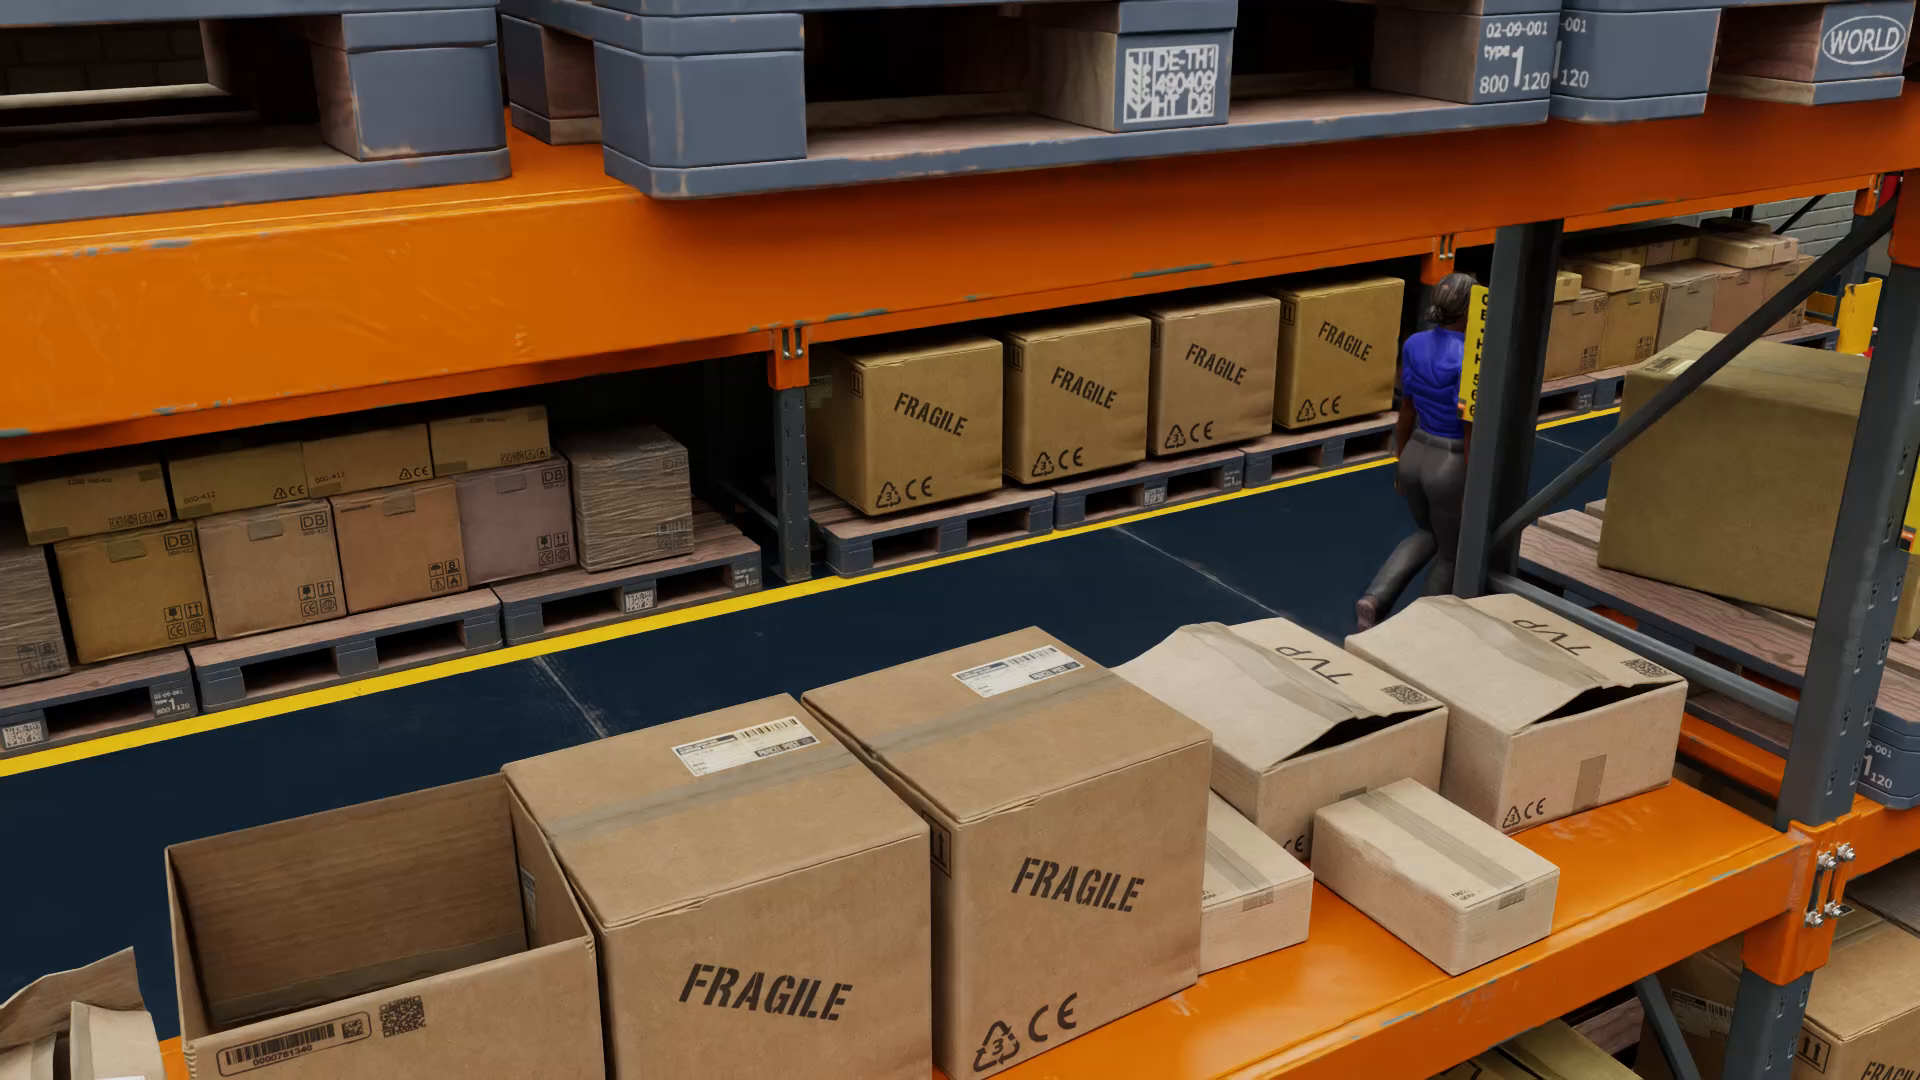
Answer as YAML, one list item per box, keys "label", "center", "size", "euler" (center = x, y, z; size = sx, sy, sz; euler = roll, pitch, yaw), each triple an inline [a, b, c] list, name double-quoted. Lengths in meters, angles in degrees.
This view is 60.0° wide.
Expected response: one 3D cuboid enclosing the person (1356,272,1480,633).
- label: "person"
  center: [1.906, -0.262, 6.675]
  size: [0.482, 1.649, 0.466]
  euler: [-11, 24, -25]
